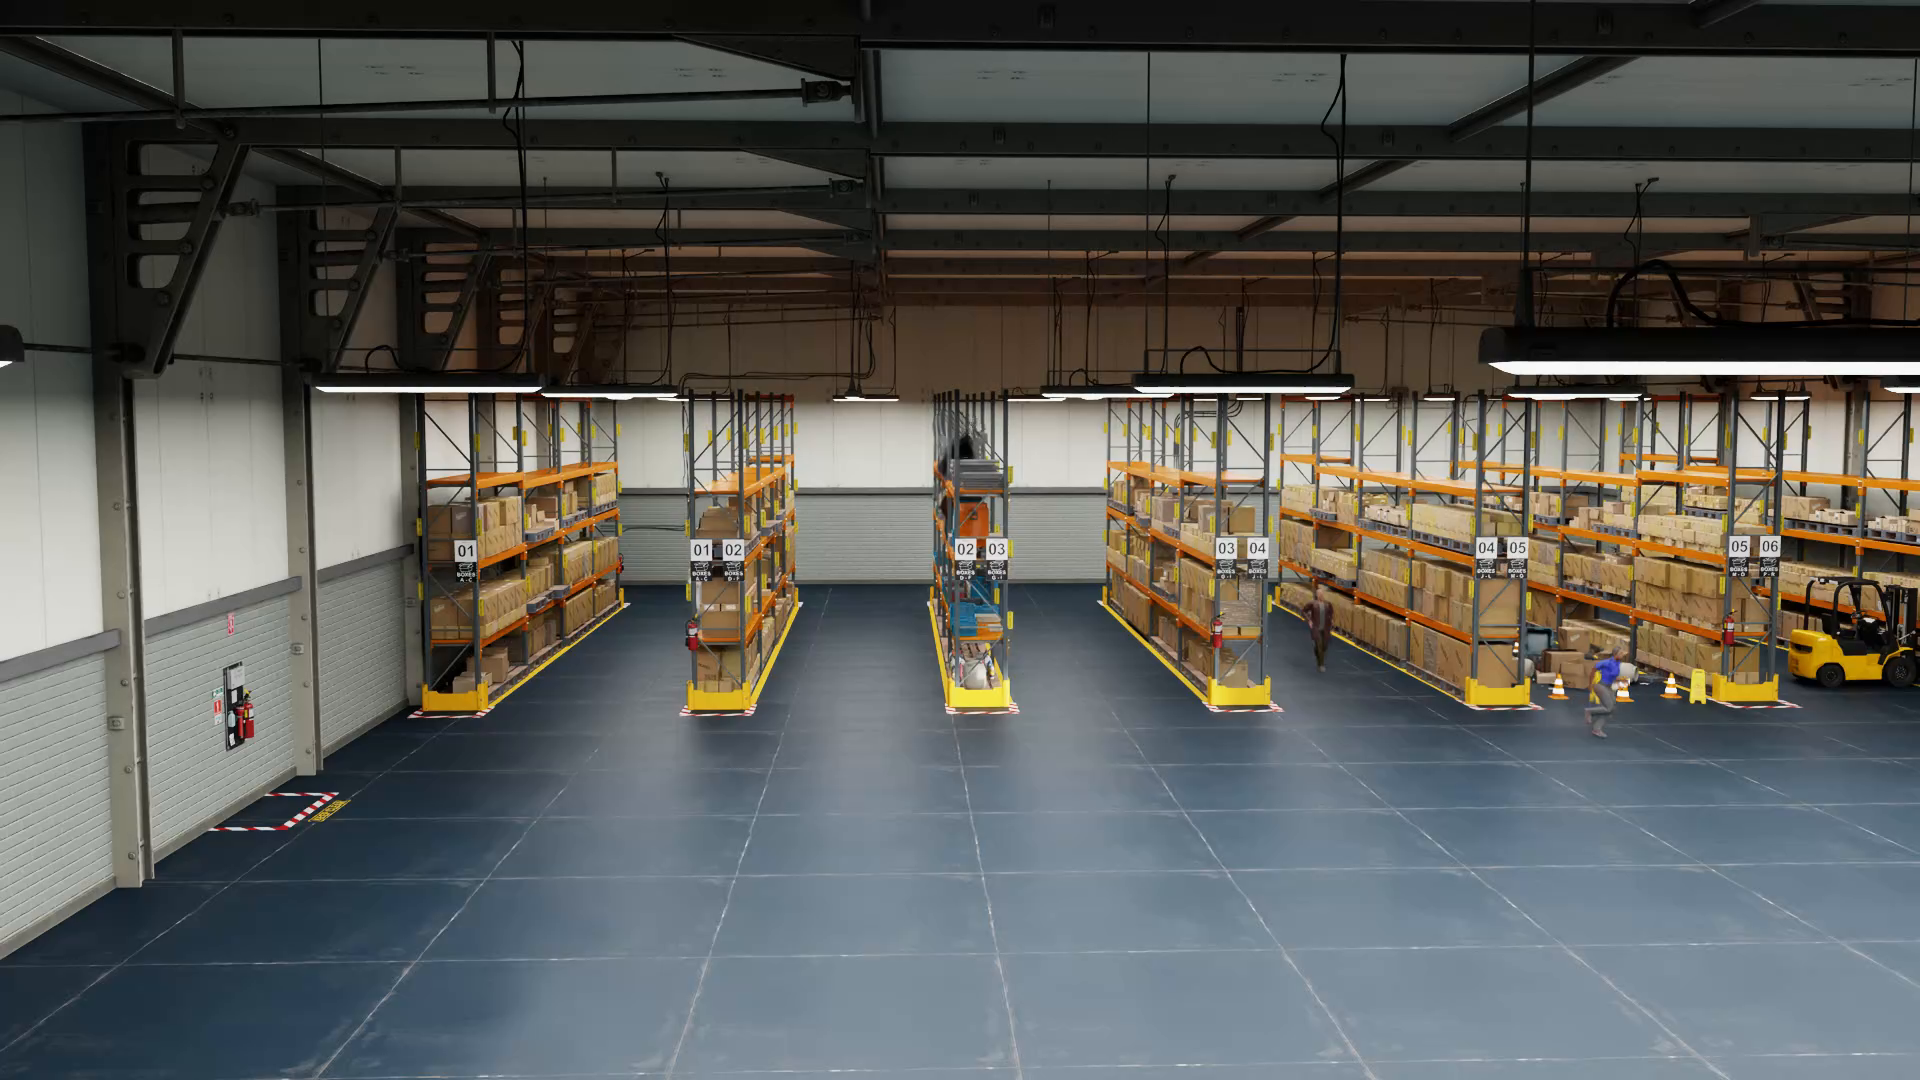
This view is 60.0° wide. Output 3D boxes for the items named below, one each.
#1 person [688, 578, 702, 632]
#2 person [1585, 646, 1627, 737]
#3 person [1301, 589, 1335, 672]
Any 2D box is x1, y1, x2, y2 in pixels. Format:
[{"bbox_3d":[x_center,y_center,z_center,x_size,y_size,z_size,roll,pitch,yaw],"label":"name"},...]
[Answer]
[{"bbox_3d":[-6.390,1.469,41.098,0.696,1.828,0.917,-1,5,-9],"label":"person"},{"bbox_3d":[11.164,2.618,28.719,0.689,1.574,0.562,4,6,42],"label":"person"},{"bbox_3d":[7.751,1.931,35.939,0.711,1.765,0.880,-1,5,-7],"label":"person"}]
